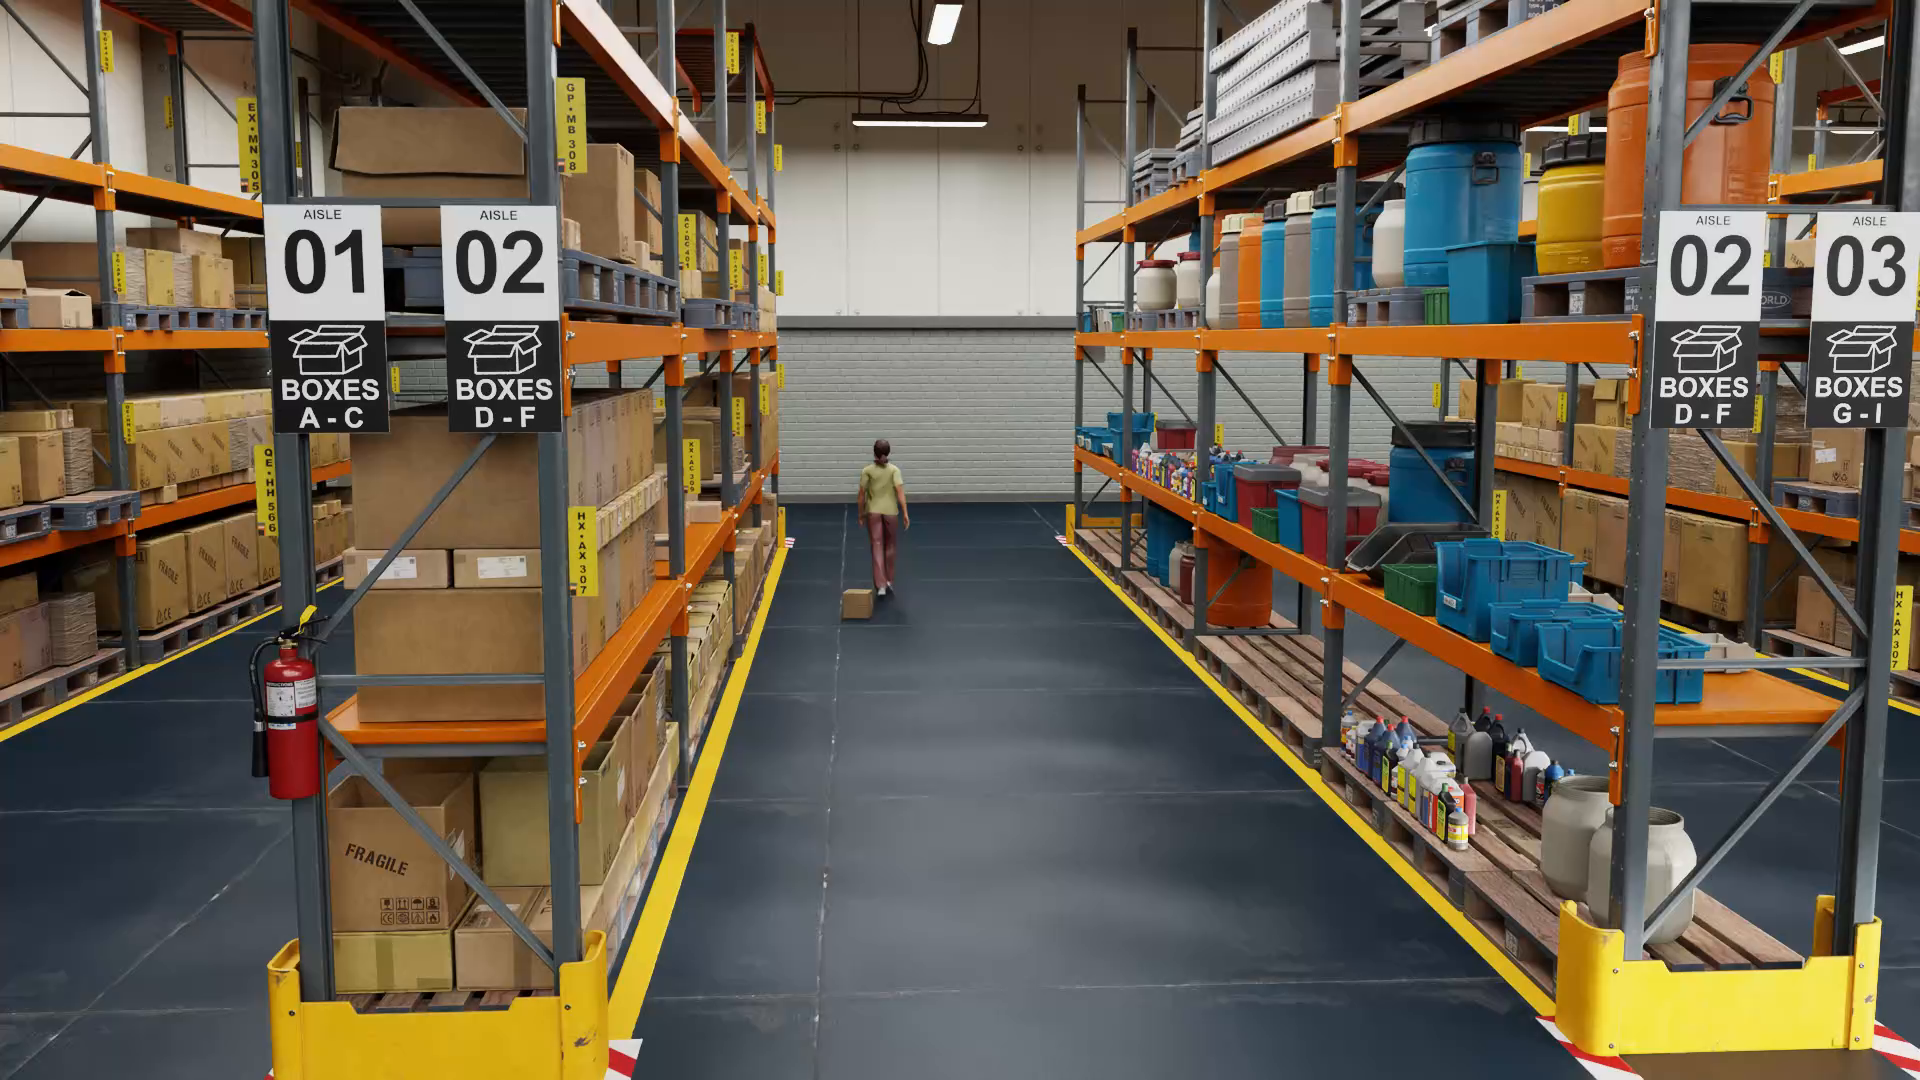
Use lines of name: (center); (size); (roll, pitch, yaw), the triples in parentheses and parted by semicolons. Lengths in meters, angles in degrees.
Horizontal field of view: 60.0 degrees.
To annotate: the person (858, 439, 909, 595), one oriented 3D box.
person: (-0.828, -0.240, 17.770); (0.525, 1.677, 0.825); (-1, 7, -8)
